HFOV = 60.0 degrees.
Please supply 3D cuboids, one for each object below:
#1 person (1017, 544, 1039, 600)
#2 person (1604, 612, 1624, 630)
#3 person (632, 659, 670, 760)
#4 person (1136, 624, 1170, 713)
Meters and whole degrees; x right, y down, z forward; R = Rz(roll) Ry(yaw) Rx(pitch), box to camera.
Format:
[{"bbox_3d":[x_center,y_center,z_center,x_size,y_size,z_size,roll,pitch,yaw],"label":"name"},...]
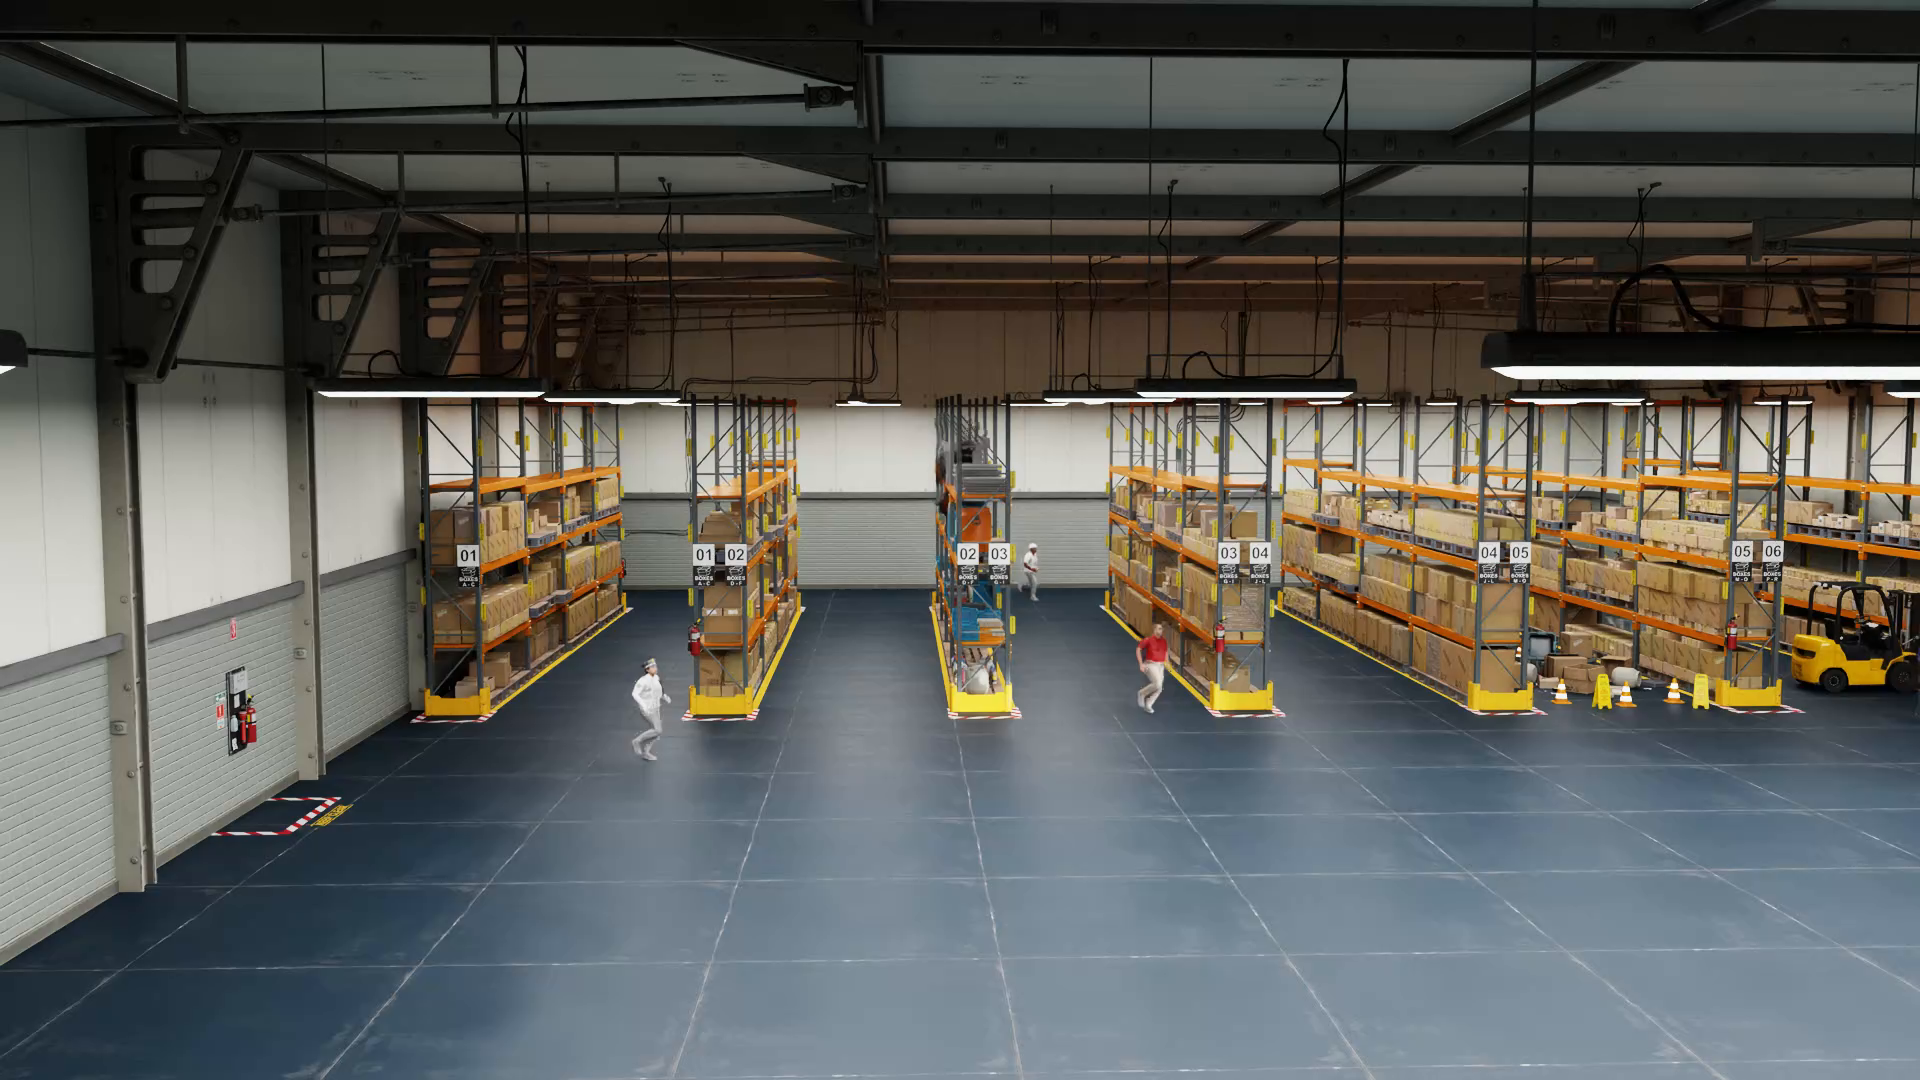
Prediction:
[{"bbox_3d":[2.043,0.959,49.935,0.710,1.724,0.732,2,5,22],"label":"person"},{"bbox_3d":[16.491,1.617,41.822,0.621,1.619,0.579,0,5,-5],"label":"person"},{"bbox_3d":[-5.032,2.760,27.188,0.567,1.668,0.604,2,5,21],"label":"person"},{"bbox_3d":[3.728,2.422,31.464,0.701,1.650,0.531,-3,6,-37],"label":"person"}]
